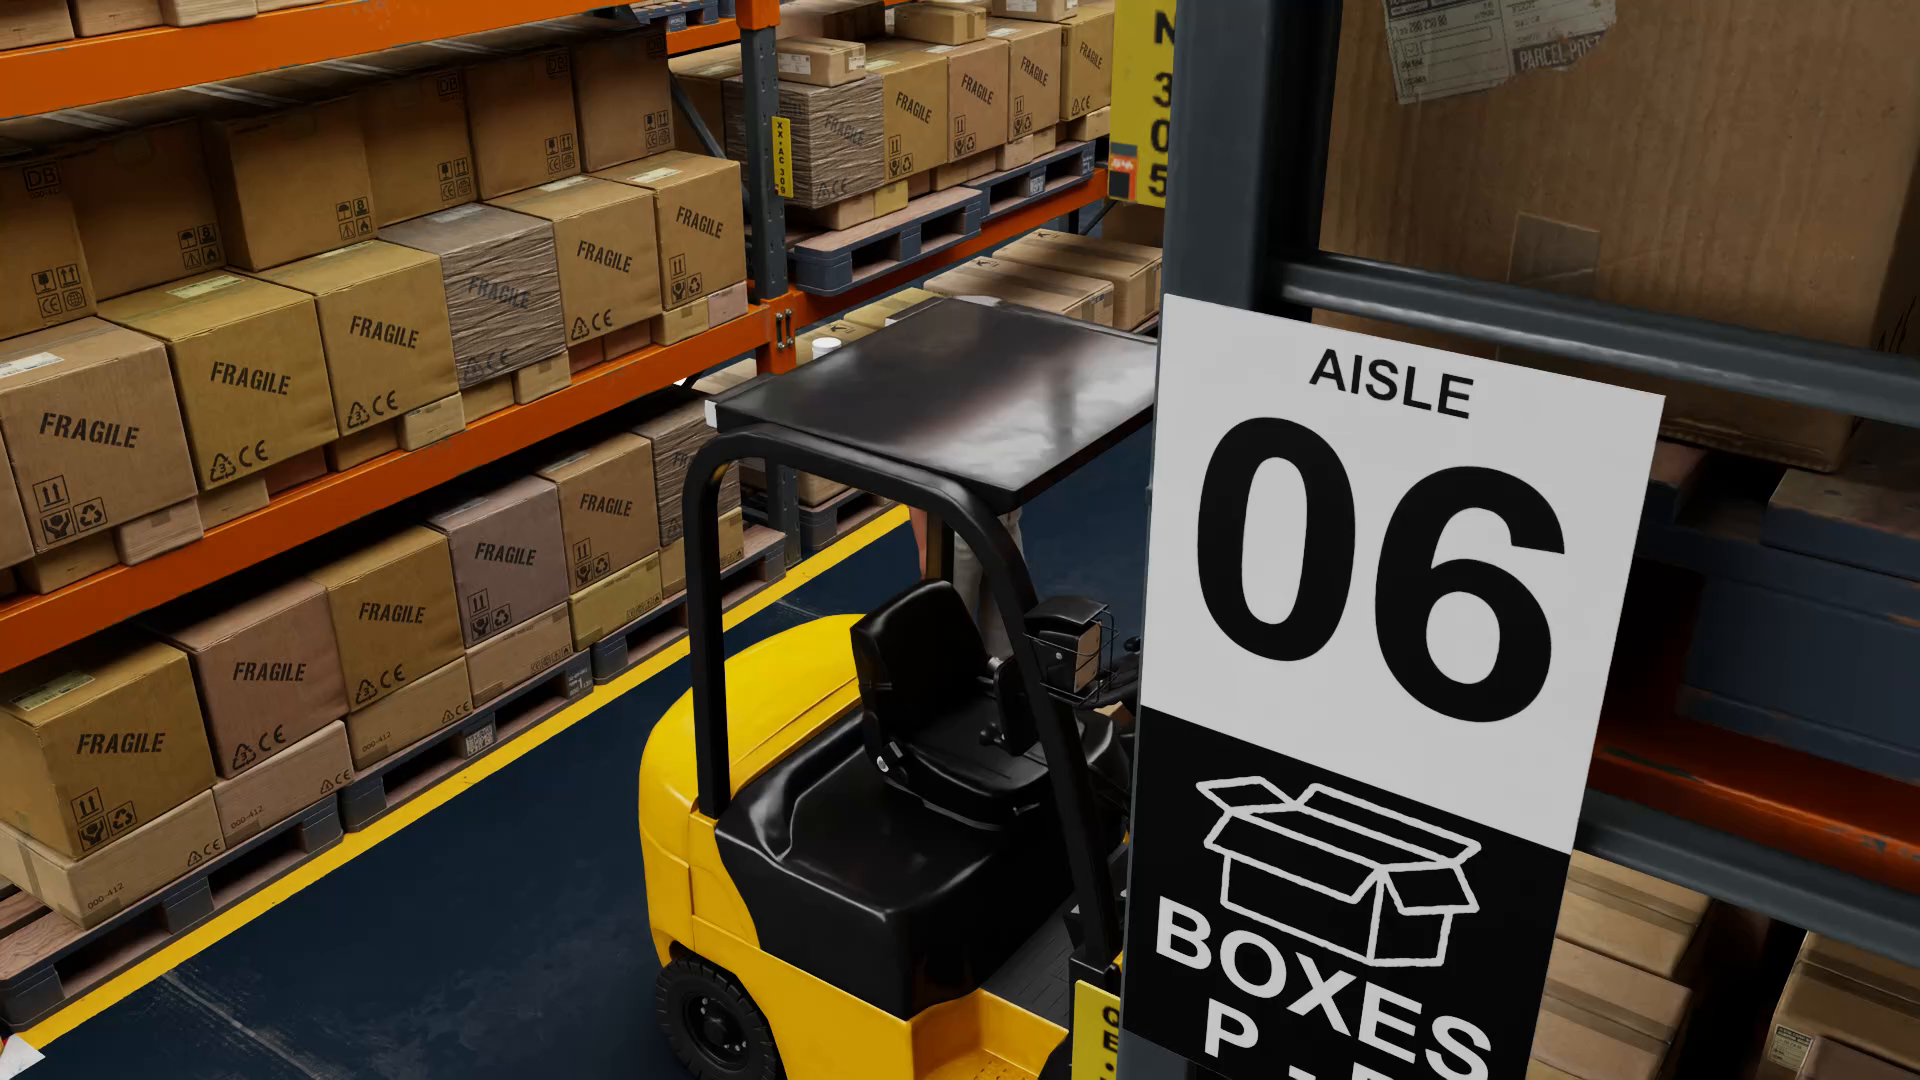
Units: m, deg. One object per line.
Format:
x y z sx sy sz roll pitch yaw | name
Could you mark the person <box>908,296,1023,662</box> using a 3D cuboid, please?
0.091 -0.050 6.204 0.512 1.762 0.584 17 32 30 | person
